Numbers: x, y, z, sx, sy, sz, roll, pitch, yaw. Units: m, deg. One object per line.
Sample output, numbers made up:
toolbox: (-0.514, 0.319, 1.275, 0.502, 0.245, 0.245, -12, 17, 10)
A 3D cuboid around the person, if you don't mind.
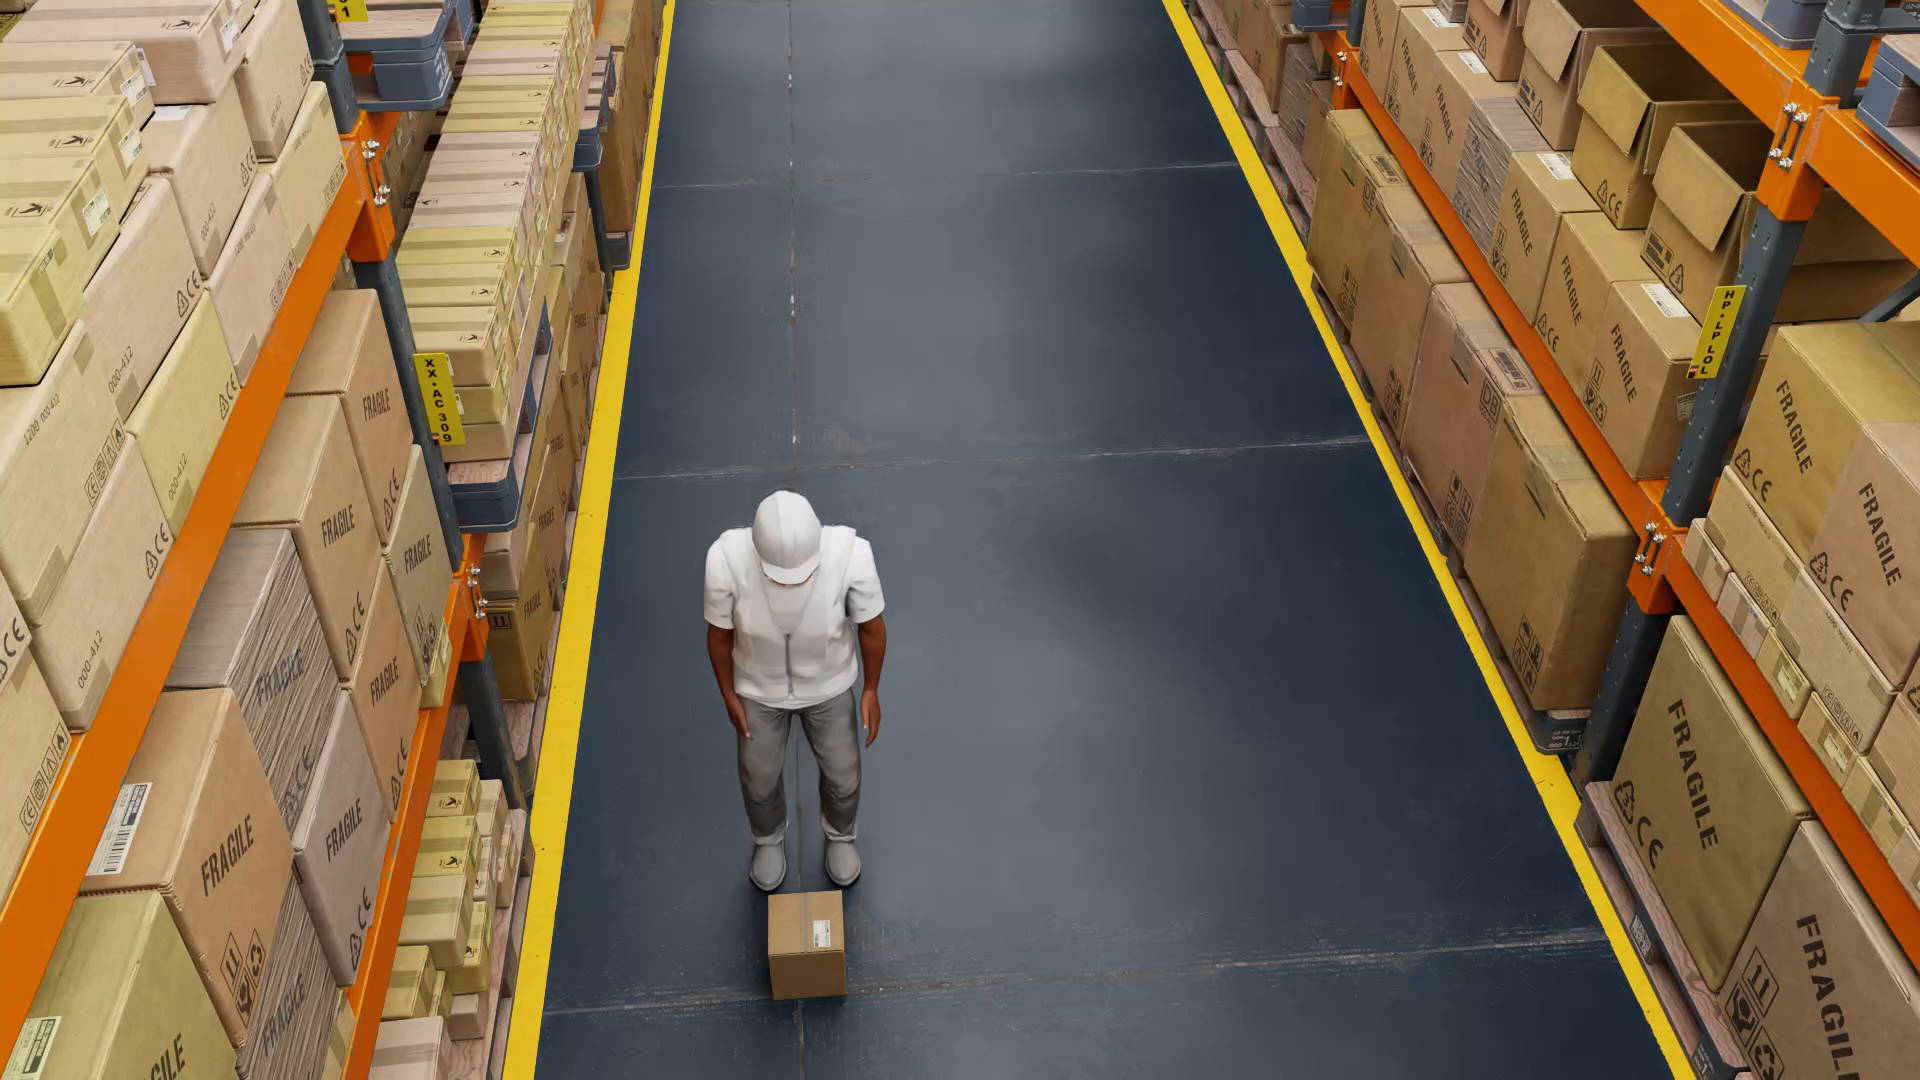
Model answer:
person: (-0.532, 0.504, 5.551, 0.591, 1.717, 0.453, -2, 39, -3)
